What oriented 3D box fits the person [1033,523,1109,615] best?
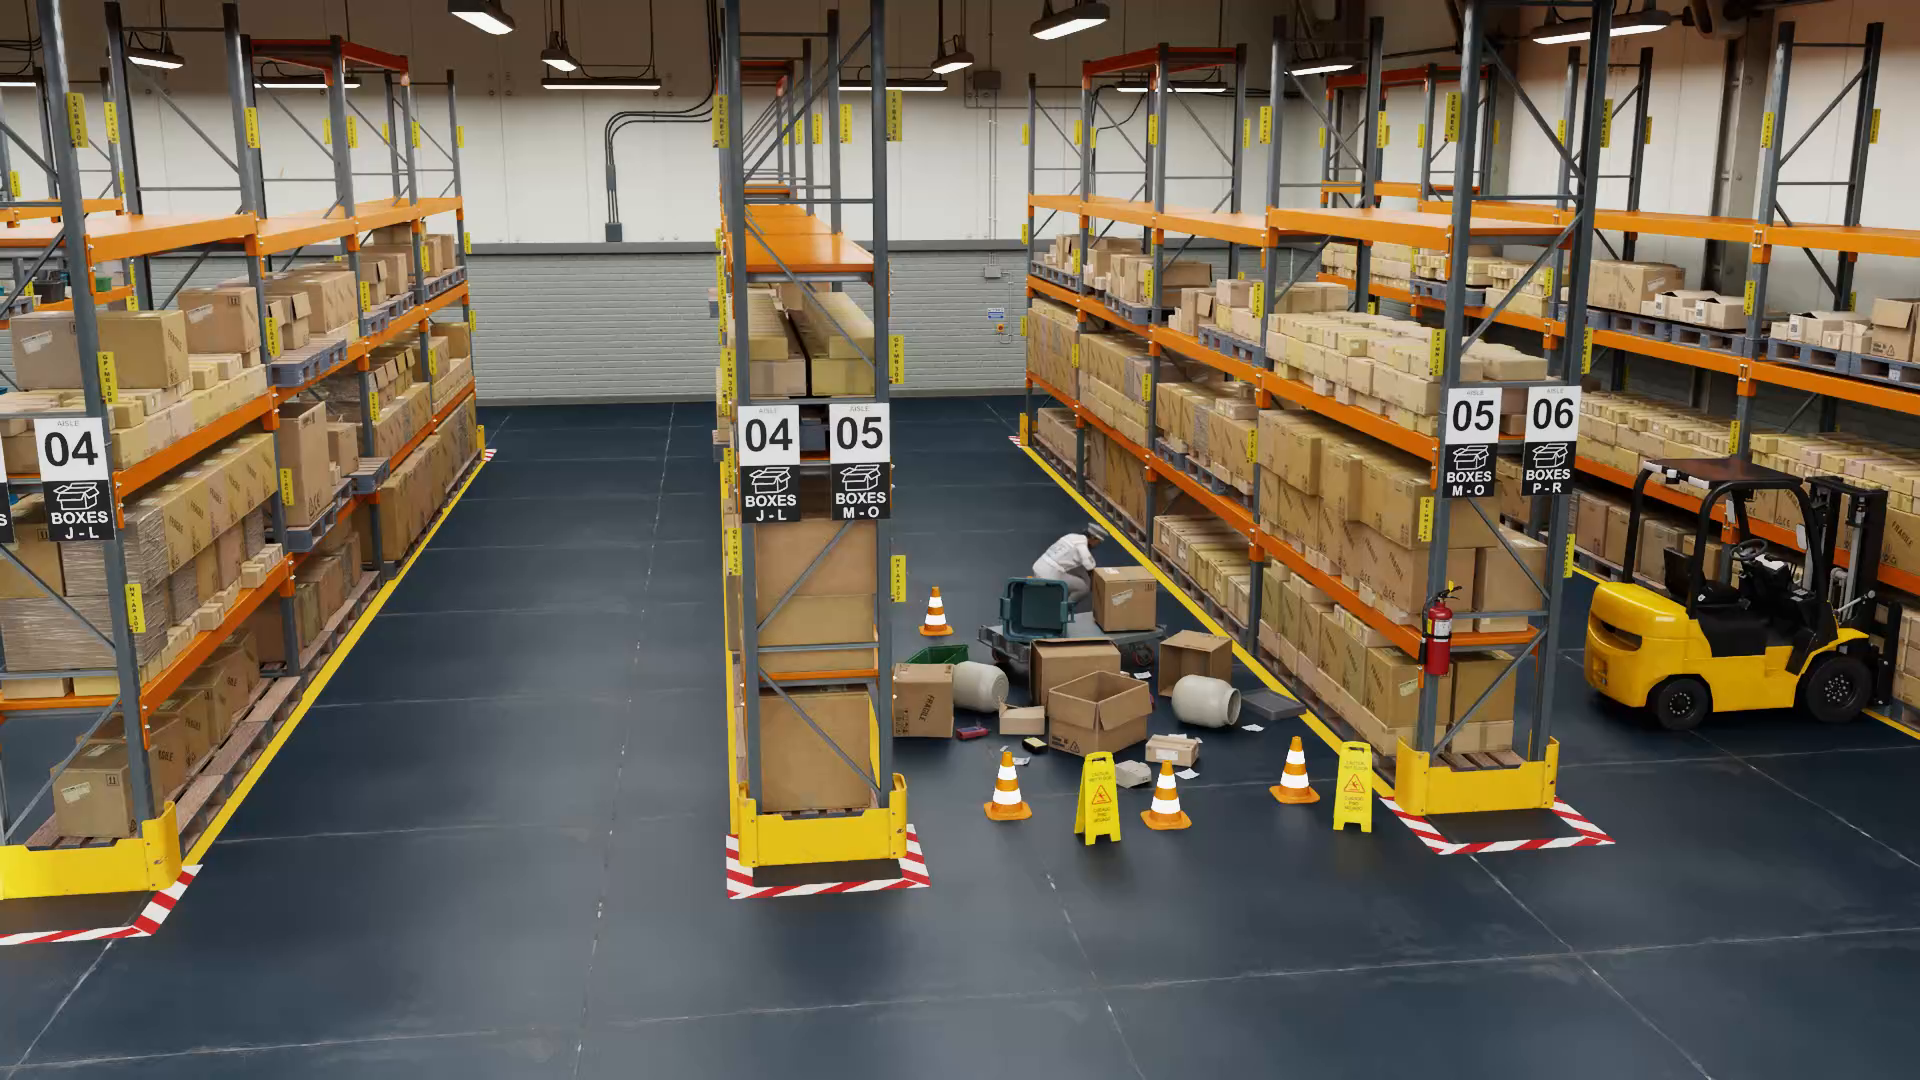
[{"bbox_3d":[1.204,0.320,17.665,0.867,0.976,0.460,-2,13,-10],"label":"person"}]
